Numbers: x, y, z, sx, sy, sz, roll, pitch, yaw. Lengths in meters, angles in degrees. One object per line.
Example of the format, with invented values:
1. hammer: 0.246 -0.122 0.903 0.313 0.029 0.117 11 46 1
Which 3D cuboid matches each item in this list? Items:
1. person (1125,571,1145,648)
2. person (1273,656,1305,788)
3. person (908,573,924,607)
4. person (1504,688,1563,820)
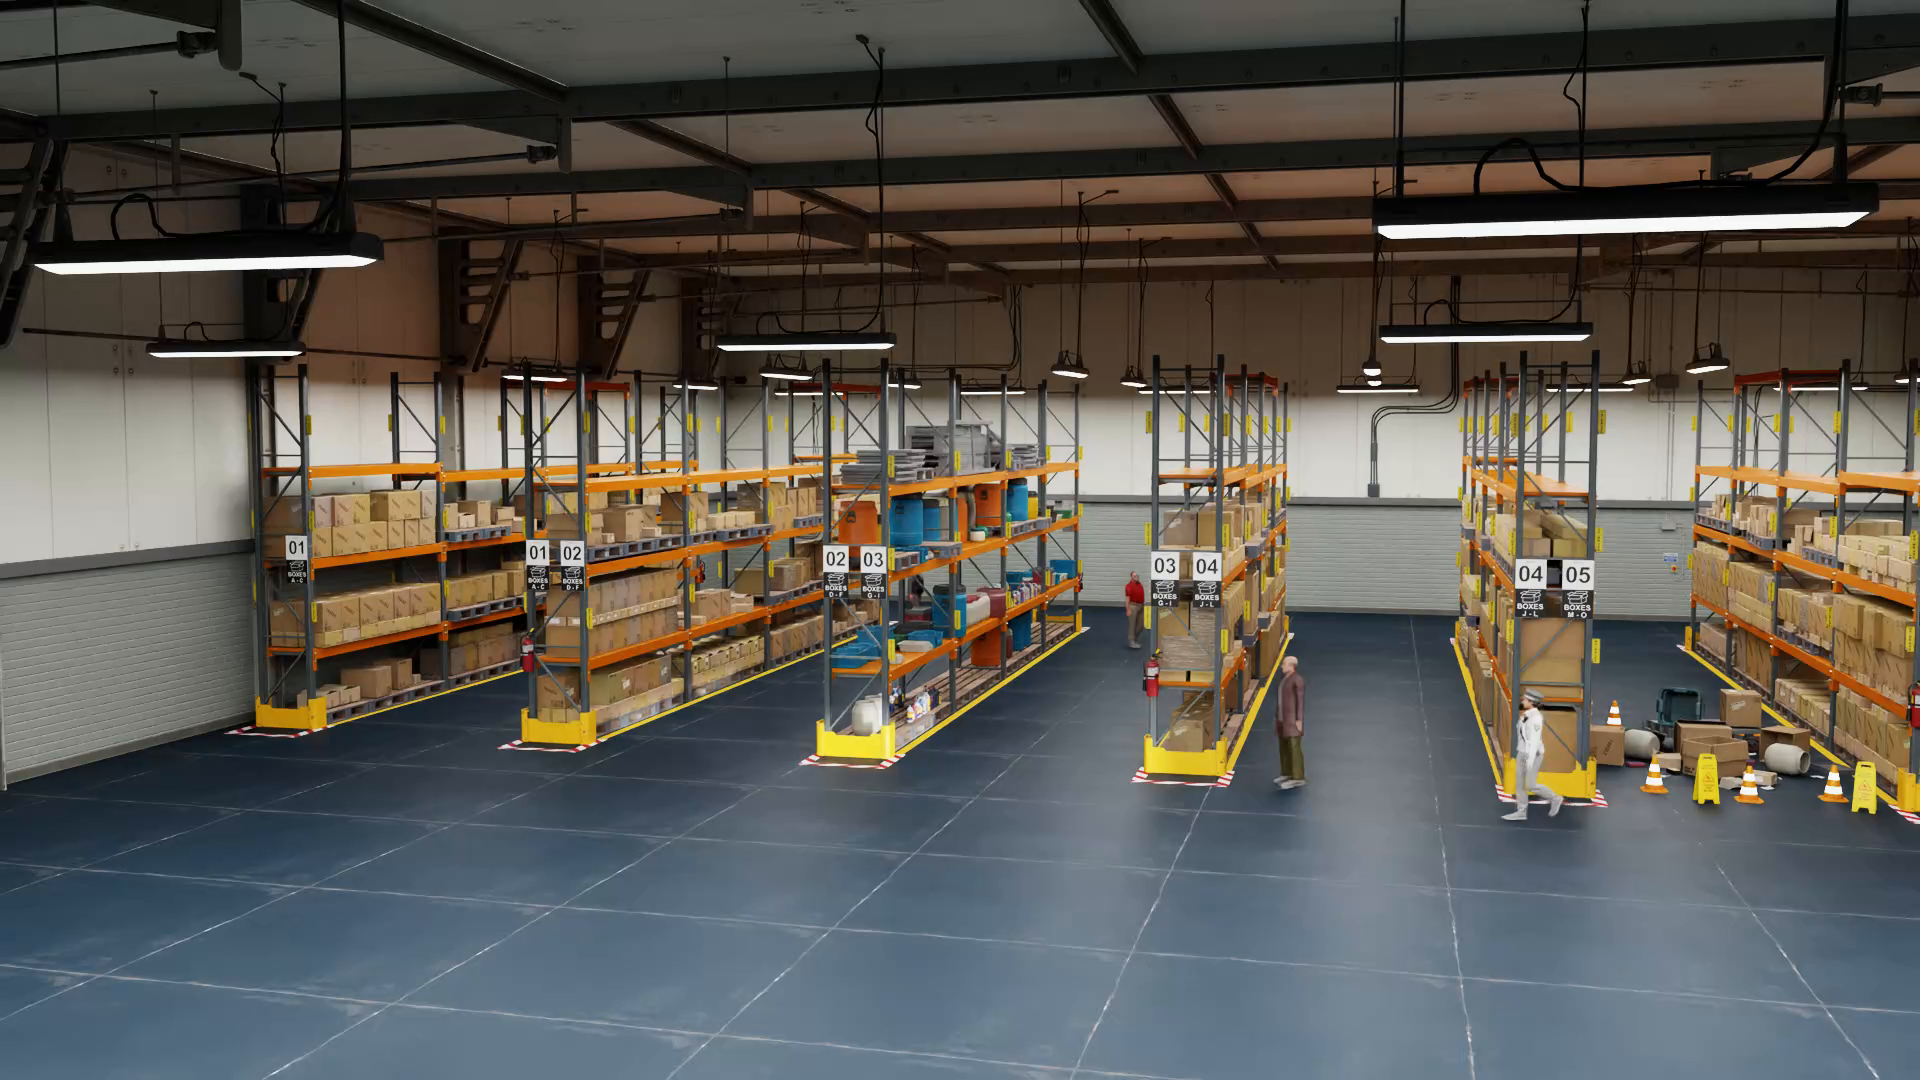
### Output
1. person: 3.955 1.564 37.488 0.613 1.740 0.472 -3 5 -41
2. person: 4.537 2.515 23.152 0.443 1.787 0.630 -2 4 -23
3. person: -1.031 1.357 40.463 0.527 1.733 0.559 2 4 23
4. person: 7.232 2.709 20.956 0.666 1.676 0.457 -1 4 -9
